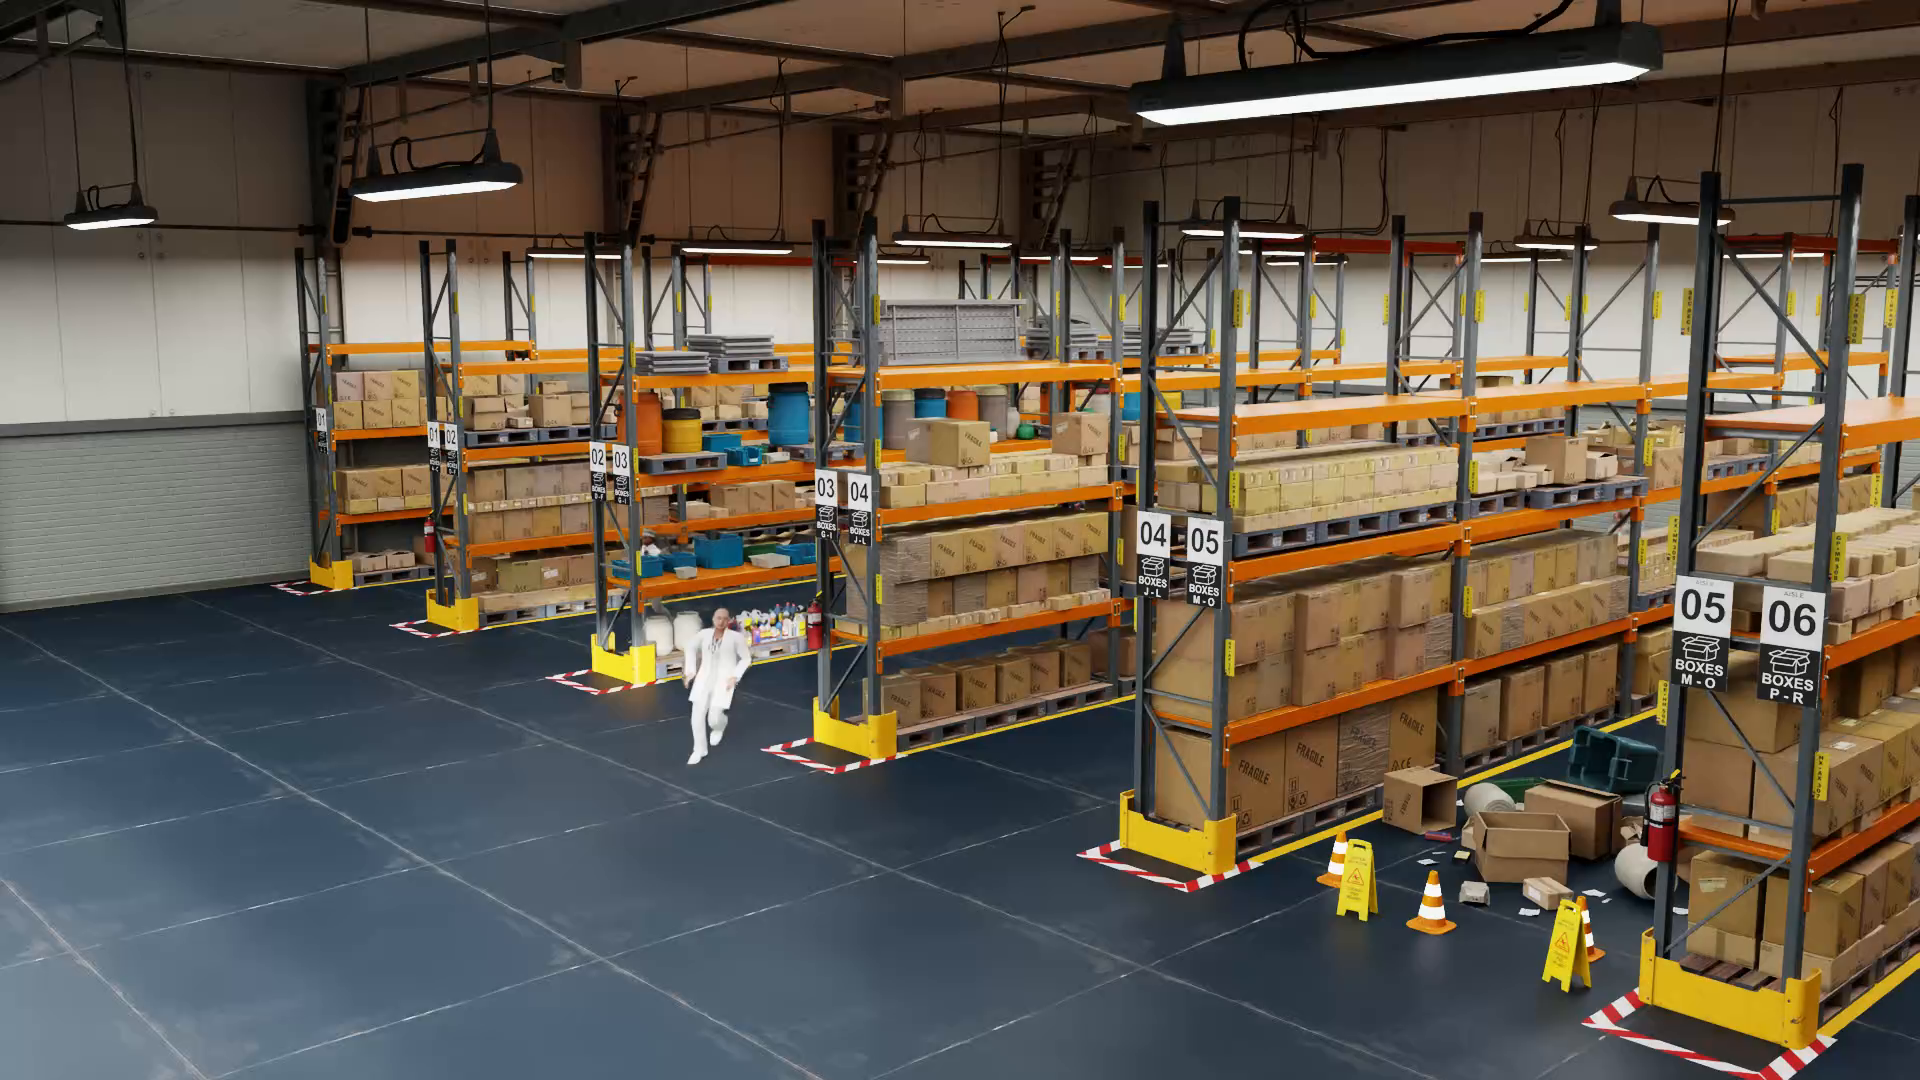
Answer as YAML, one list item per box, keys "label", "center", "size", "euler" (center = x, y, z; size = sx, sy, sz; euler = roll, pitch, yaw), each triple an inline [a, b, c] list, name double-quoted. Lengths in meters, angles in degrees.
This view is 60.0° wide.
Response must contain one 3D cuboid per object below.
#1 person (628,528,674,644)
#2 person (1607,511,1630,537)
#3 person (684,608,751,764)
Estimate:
- label: "person"
  center: [-4.655, 0.669, 25.009]
  size: [0.561, 1.744, 0.768]
  euler: [8, 11, 42]
- label: "person"
  center: [11.128, 0.294, 28.046]
  size: [0.529, 1.539, 0.549]
  euler: [7, 11, 38]
- label: "person"
  center: [-2.720, 1.607, 18.675]
  size: [0.753, 1.727, 0.684]
  euler: [1, 8, 8]
